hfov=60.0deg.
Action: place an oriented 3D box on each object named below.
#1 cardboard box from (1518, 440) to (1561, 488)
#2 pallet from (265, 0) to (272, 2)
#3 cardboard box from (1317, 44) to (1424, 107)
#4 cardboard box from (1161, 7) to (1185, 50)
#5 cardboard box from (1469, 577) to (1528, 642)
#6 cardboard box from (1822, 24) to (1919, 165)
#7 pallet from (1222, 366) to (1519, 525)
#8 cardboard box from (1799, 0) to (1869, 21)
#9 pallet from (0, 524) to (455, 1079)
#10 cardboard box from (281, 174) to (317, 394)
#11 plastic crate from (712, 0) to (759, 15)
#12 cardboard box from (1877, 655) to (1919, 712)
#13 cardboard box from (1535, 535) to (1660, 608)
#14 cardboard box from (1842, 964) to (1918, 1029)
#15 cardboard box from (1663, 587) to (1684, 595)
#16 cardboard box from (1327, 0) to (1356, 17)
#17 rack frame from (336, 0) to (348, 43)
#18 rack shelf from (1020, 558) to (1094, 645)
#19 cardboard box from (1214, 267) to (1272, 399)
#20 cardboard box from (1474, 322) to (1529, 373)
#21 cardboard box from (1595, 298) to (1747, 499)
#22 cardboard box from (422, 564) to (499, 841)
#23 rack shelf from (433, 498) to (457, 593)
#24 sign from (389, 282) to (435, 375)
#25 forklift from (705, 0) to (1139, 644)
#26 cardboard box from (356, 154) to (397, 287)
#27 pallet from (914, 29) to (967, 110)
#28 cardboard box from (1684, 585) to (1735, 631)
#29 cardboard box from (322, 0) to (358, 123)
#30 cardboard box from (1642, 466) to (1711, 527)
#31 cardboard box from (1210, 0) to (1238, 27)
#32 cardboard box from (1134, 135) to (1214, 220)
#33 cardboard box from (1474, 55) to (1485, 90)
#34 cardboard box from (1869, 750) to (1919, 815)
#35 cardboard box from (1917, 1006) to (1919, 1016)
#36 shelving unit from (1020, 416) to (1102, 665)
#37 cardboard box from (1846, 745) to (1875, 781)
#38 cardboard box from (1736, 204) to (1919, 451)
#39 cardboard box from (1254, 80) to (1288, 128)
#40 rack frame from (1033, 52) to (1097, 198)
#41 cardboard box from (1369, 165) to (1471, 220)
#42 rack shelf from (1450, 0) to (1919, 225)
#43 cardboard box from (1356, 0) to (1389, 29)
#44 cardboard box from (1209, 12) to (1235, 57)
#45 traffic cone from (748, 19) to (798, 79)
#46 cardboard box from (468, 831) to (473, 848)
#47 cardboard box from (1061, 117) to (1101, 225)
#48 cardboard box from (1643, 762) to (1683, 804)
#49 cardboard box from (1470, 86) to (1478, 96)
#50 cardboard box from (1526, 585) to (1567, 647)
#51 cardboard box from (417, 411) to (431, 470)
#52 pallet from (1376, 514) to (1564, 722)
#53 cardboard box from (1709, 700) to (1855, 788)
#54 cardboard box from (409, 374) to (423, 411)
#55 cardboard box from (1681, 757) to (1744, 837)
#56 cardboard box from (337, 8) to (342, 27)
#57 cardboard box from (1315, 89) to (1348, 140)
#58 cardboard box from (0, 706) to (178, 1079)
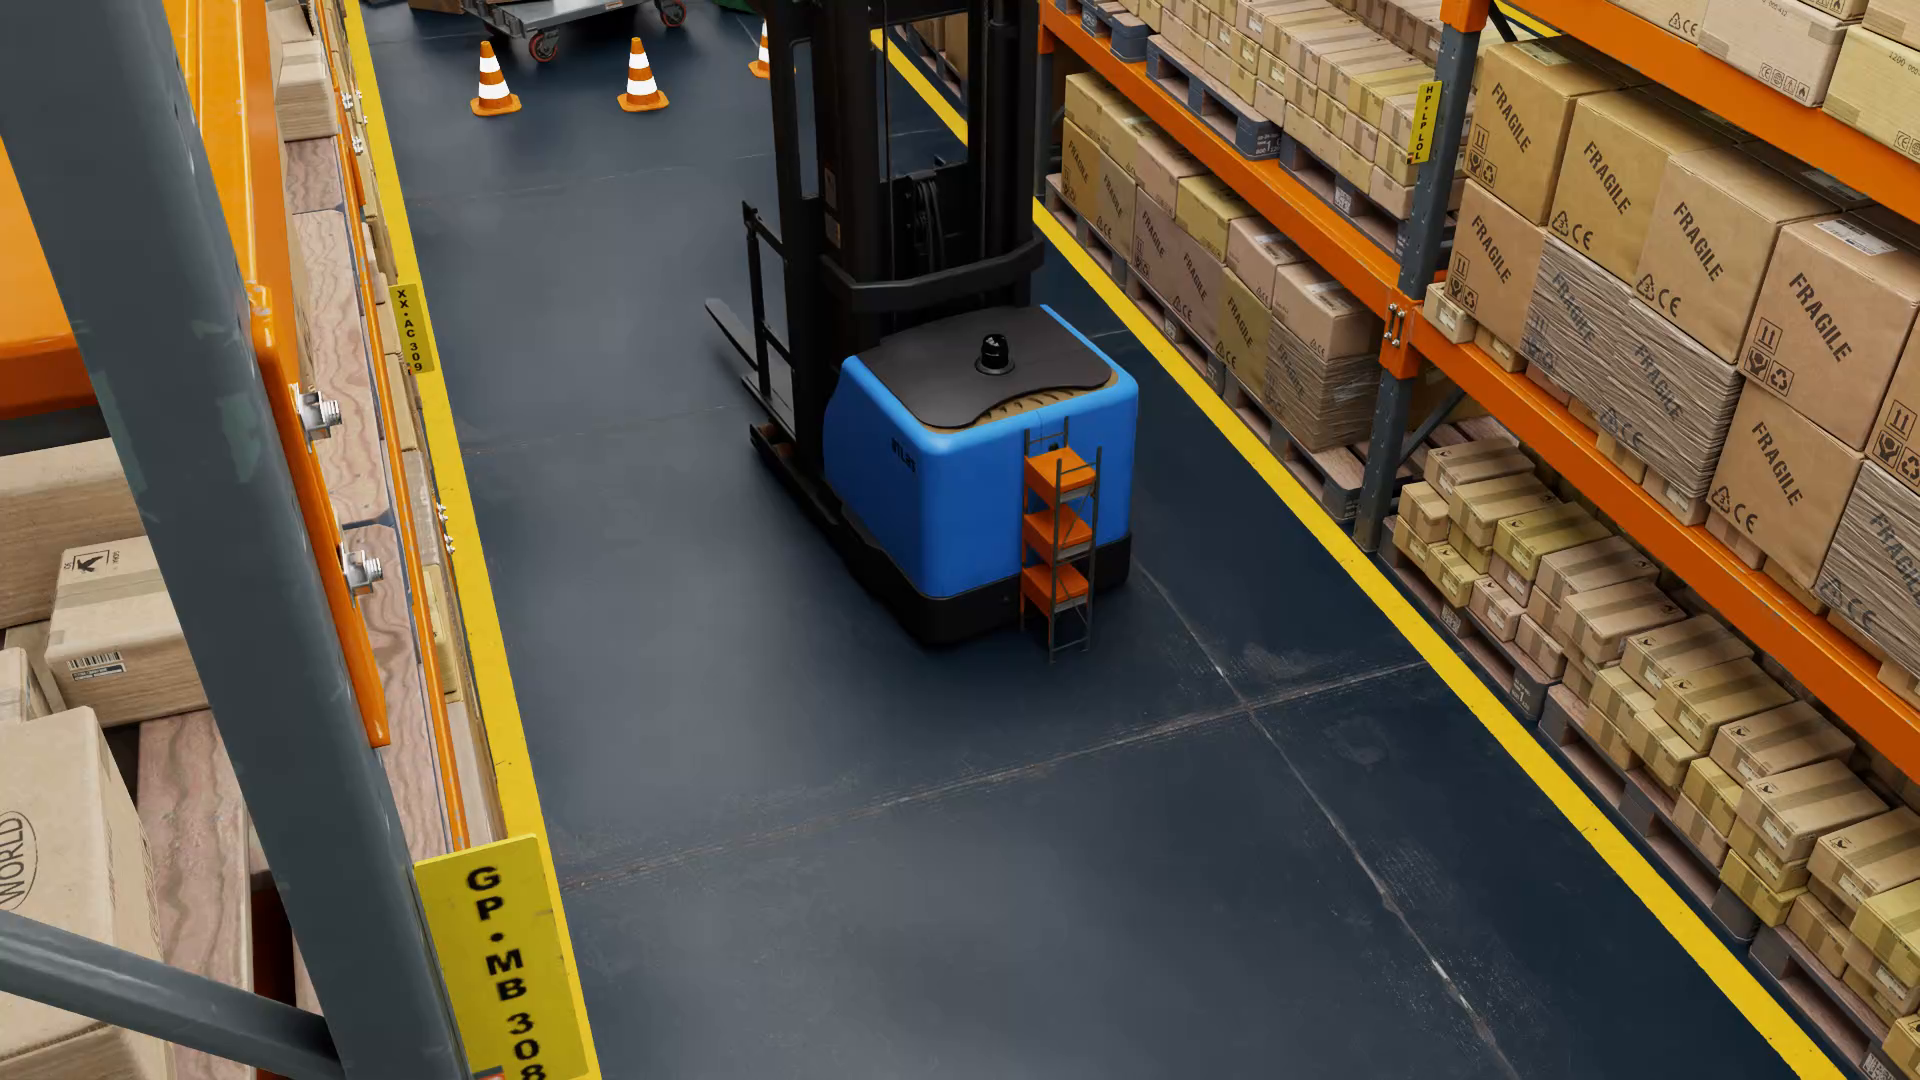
[{"bbox_3d":[2.682,-0.387,7.297,0.380,0.149,0.250,-11,38,-15],"label":"cardboard box"},{"bbox_3d":[-2.660,-1.815,5.332,0.805,0.209,1.217,-14,39,-18],"label":"pallet"},{"bbox_3d":[1.813,-2.057,7.353,0.380,0.149,0.250,-14,39,-17],"label":"cardboard box"},{"bbox_3d":[1.277,-2.694,8.693,0.380,0.149,0.250,-11,38,-14],"label":"cardboard box"},{"bbox_3d":[2.365,0.256,6.938,0.380,0.149,0.250,-13,39,-16],"label":"cardboard box"},{"bbox_3d":[2.745,-1.214,4.500,0.500,0.250,0.500,-11,38,-14],"label":"cardboard box"},{"bbox_3d":[2.046,-0.593,8.362,1.003,0.211,1.213,-12,39,-16],"label":"pallet"},{"bbox_3d":[2.583,-1.714,4.749,0.500,0.250,0.500,-12,39,-15],"label":"cardboard box"},{"bbox_3d":[-1.187,0.494,2.181,1.003,0.211,1.213,-12,39,-16],"label":"pallet"},{"bbox_3d":[-1.474,-0.542,2.967,0.500,0.500,0.500,-12,39,-15],"label":"cardboard box"},{"bbox_3d":[-1.728,-4.513,13.538,0.450,0.188,0.662,14,38,2],"label":"plastic crate"},{"bbox_3d":[2.990,0.386,4.953,0.380,0.149,0.250,-14,39,-18],"label":"cardboard box"},{"bbox_3d":[2.523,0.147,6.588,0.380,0.149,0.250,-13,39,-17],"label":"cardboard box"},{"bbox_3d":[3.121,1.418,5.395,0.380,0.149,0.250,-13,39,-16],"label":"cardboard box"},{"bbox_3d":[2.930,0.157,6.822,0.380,0.149,0.250,-12,39,-16],"label":"cardboard box"},{"bbox_3d":[2.071,-2.654,8.394,0.380,0.149,0.250,-13,39,-17],"label":"cardboard box"},{"bbox_3d":[-5.051,-4.705,11.503,1.000,3.000,0.127,-12,39,-16],"label":"rack frame"},{"bbox_3d":[0.406,0.247,7.029,0.215,0.259,0.240,-18,41,-22],"label":"rack shelf"},{"bbox_3d":[1.648,-1.093,8.436,0.500,0.500,0.500,-13,39,-17],"label":"cardboard box"},{"bbox_3d":[2.264,-0.809,6.539,0.380,0.149,0.250,-11,38,-15],"label":"cardboard box"},{"bbox_3d":[2.565,-0.524,5.622,0.500,0.500,0.500,-13,39,-17],"label":"cardboard box"},{"bbox_3d":[-1.360,0.443,3.754,0.500,0.500,0.500,-12,39,-16],"label":"cardboard box"},{"bbox_3d":[-1.610,1.232,4.220,1.077,0.370,4.000,-12,39,-16],"label":"rack shelf"},{"bbox_3d":[-1.777,-0.679,5.373,0.100,0.325,0.005,-12,39,-16],"label":"sign"},{"bbox_3d":[-0.387,-1.602,7.441,1.130,2.935,3.031,-18,41,-22],"label":"forklift"},{"bbox_3d":[-2.179,-0.933,5.581,0.500,0.500,0.500,-12,39,-15],"label":"cardboard box"},{"bbox_3d":[0.322,-3.562,12.304,1.003,0.211,1.213,-12,39,-16],"label":"pallet"},{"bbox_3d":[3.095,0.185,6.537,0.380,0.149,0.250,-14,39,-18],"label":"cardboard box"},{"bbox_3d":[-2.902,-2.076,7.099,0.500,0.500,0.500,-12,39,-16],"label":"cardboard box"},{"bbox_3d":[2.604,-0.205,5.738,0.380,0.149,0.250,-11,38,-14],"label":"cardboard box"},{"bbox_3d":[1.452,-2.647,8.136,0.380,0.149,0.250,-13,39,-17],"label":"cardboard box"},{"bbox_3d":[1.281,-1.988,9.001,0.500,0.250,0.500,-12,39,-16],"label":"cardboard box"},{"bbox_3d":[2.510,-2.046,7.339,0.380,0.149,0.250,-11,38,-15],"label":"cardboard box"},{"bbox_3d":[3.406,0.778,5.750,0.380,0.149,0.250,-11,38,-14],"label":"cardboard box"},{"bbox_3d":[3.203,1.446,5.110,0.380,0.149,0.250,-13,39,-17],"label":"cardboard box"},{"bbox_3d":[0.406,0.016,6.856,0.215,1.050,0.252,-18,41,-22],"label":"shelving unit"},{"bbox_3d":[3.245,0.767,6.012,0.380,0.149,0.250,-11,38,-14],"label":"cardboard box"},{"bbox_3d":[2.754,-0.649,4.957,0.500,0.500,0.500,-14,39,-18],"label":"cardboard box"},{"bbox_3d":[1.632,-2.104,7.909,0.380,0.149,0.250,-14,39,-18],"label":"cardboard box"},{"bbox_3d":[0.939,-3.527,9.939,1.000,3.000,0.127,-12,39,-16],"label":"rack frame"},{"bbox_3d":[1.993,-1.518,7.132,0.380,0.149,0.250,-13,39,-17],"label":"cardboard box"},{"bbox_3d":[3.003,-1.048,4.754,1.077,0.370,4.000,-12,39,-16],"label":"rack shelf"},{"bbox_3d":[2.165,-2.620,8.101,0.380,0.149,0.250,-11,38,-14],"label":"cardboard box"},{"bbox_3d":[1.457,-2.520,8.215,0.380,0.149,0.250,-11,38,-14],"label":"cardboard box"},{"bbox_3d":[-1.394,-3.703,12.282,0.336,0.463,0.334,-12,39,-16],"label":"traffic cone"},{"bbox_3d":[-1.030,0.669,2.915,0.380,0.149,0.250,-14,39,-17],"label":"cardboard box"},{"bbox_3d":[0.943,-2.244,9.965,0.500,0.500,0.500,-14,39,-18],"label":"cardboard box"},{"bbox_3d":[2.785,0.833,6.172,0.380,0.149,0.250,-11,38,-15],"label":"cardboard box"},{"bbox_3d":[2.431,-2.063,7.608,0.380,0.149,0.250,-12,38,-15],"label":"cardboard box"},{"bbox_3d":[2.519,0.263,6.680,0.380,0.149,0.250,-14,39,-18],"label":"cardboard box"},{"bbox_3d":[-2.201,-0.429,5.951,0.500,0.250,0.500,-13,39,-17],"label":"cardboard box"},{"bbox_3d":[2.579,0.218,7.285,1.003,0.211,1.213,-12,39,-16],"label":"pallet"},{"bbox_3d":[2.870,0.734,5.809,0.380,0.149,0.250,-14,39,-17],"label":"cardboard box"},{"bbox_3d":[-2.185,-0.632,5.805,0.500,0.250,0.500,-14,39,-17],"label":"cardboard box"},{"bbox_3d":[2.800,0.874,5.870,0.380,0.149,0.250,-11,38,-14],"label":"cardboard box"},{"bbox_3d":[-4.868,-3.527,11.775,0.950,0.372,0.625,-12,39,-15],"label":"cardboard box"},{"bbox_3d":[1.818,-1.927,7.428,0.380,0.149,0.250,-11,38,-14],"label":"cardboard box"},{"bbox_3d":[-1.161,0.493,1.802,0.500,0.250,0.500,-16,40,-20],"label":"cardboard box"}]
